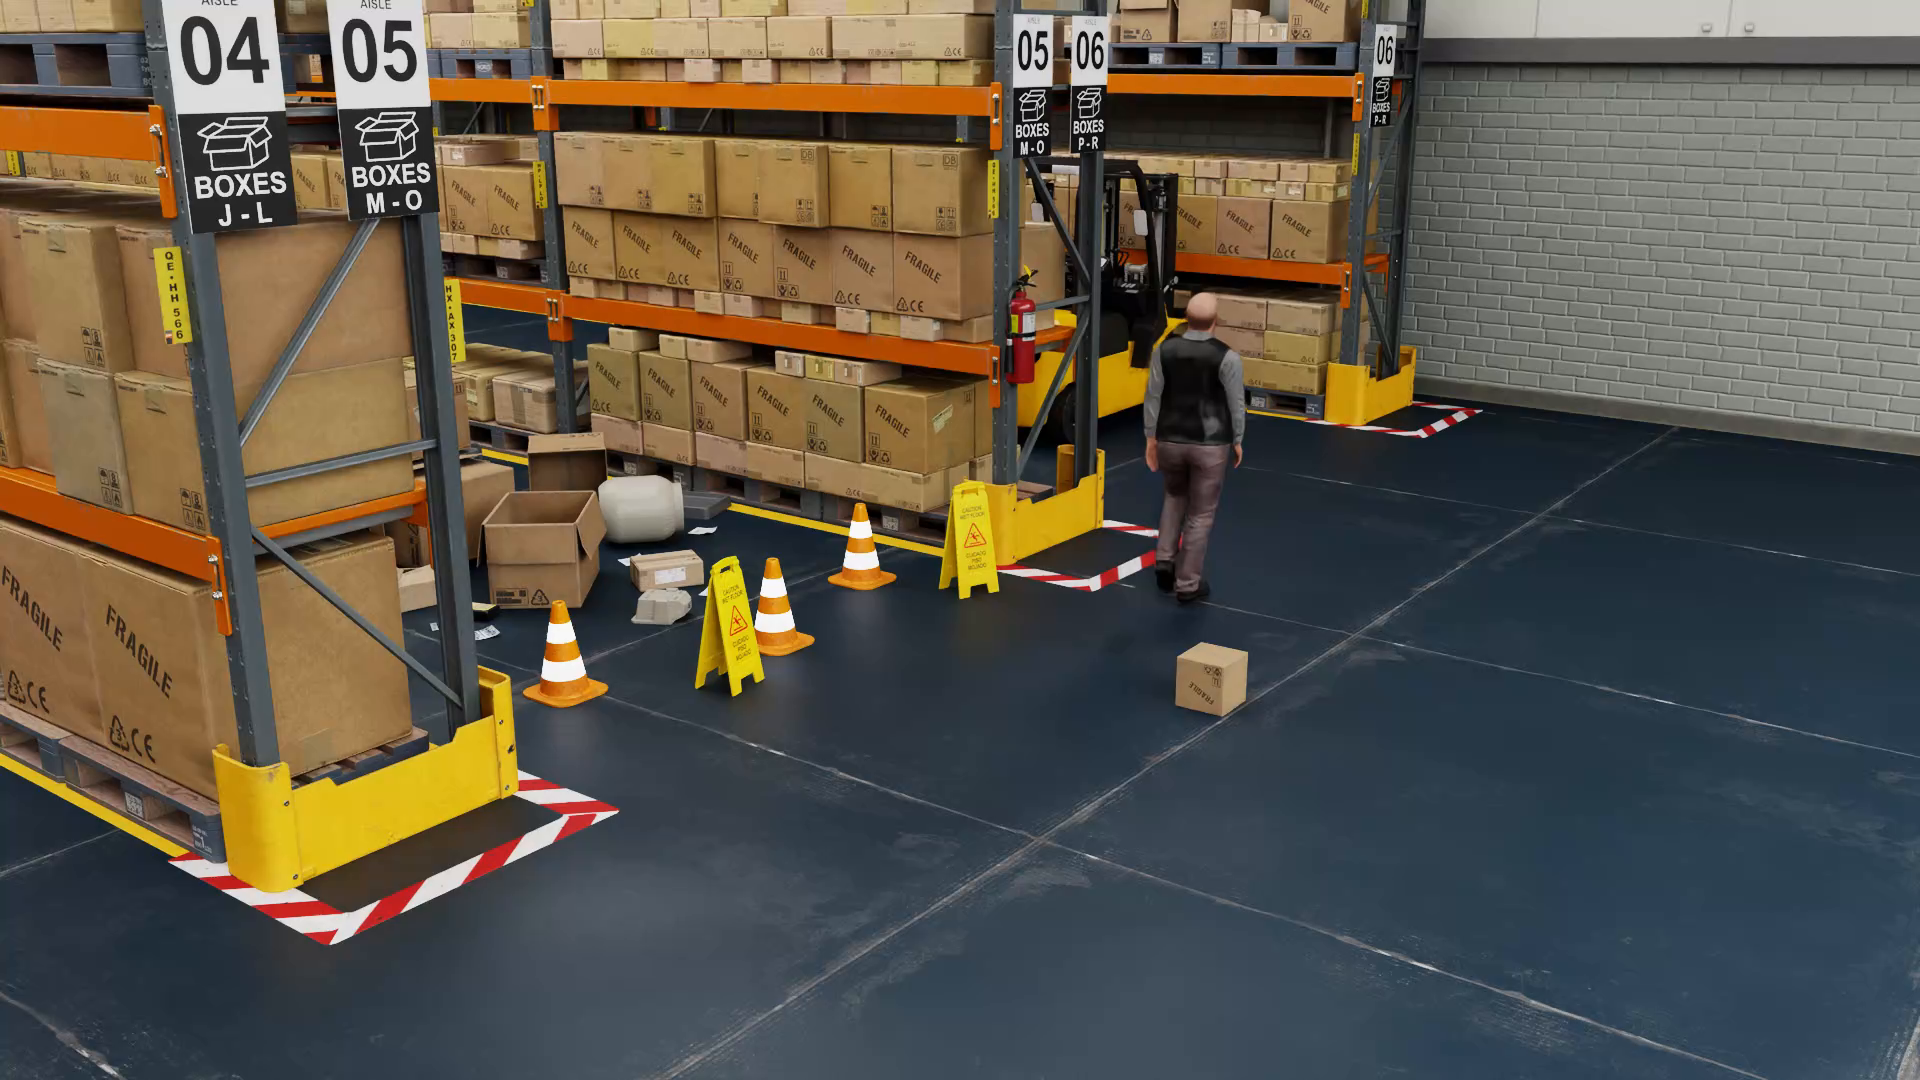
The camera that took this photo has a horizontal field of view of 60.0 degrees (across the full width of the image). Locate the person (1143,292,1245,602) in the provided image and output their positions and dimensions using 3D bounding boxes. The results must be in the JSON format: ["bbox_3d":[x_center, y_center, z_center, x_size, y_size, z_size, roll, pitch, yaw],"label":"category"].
[{"bbox_3d":[1.315,-0.506,9.277,0.546,1.755,0.483,9,19,28],"label":"person"}]
